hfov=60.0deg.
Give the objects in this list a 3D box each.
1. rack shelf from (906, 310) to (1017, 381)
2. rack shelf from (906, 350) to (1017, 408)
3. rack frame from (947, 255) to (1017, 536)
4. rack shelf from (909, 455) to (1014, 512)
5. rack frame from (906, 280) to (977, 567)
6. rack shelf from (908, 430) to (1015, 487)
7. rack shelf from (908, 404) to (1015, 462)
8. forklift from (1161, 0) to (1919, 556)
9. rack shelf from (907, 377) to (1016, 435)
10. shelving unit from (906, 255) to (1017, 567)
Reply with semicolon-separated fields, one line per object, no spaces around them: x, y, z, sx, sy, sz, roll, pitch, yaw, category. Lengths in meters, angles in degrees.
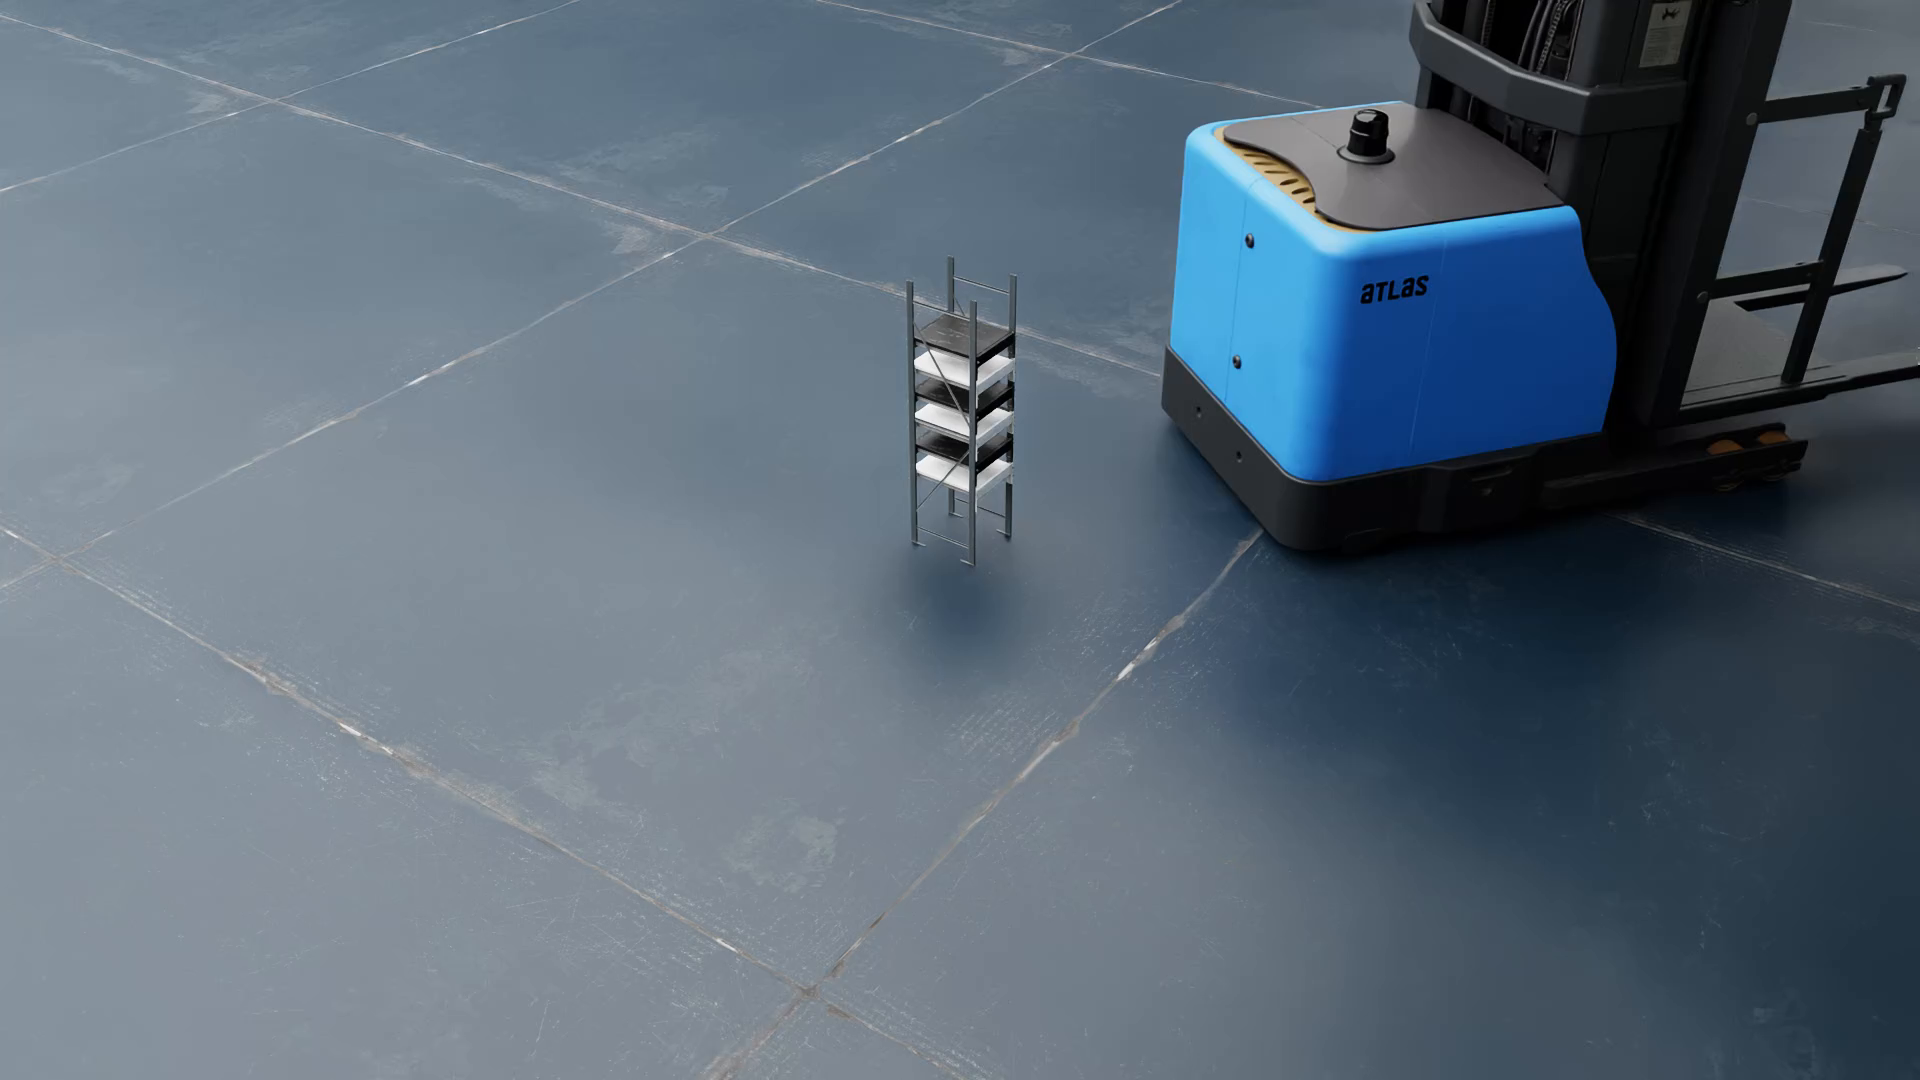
0.005;-0.573;4.871;0.258;0.077;0.200;21;39;28;rack shelf
0.005;-0.498;4.921;0.258;0.077;0.200;21;39;28;rack shelf
0.063;-0.423;5.073;0.240;0.900;0.006;21;39;28;rack frame
0.005;-0.200;5.123;0.258;0.077;0.200;21;39;28;rack shelf
-0.053;-0.330;4.934;0.240;0.900;0.006;21;39;28;rack frame
0.005;-0.274;5.073;0.258;0.077;0.200;21;39;28;rack shelf
0.005;-0.349;5.022;0.258;0.077;0.200;21;39;28;rack shelf
2.278;-1.646;5.068;3.031;2.935;1.130;-10;35;-15;forklift
0.005;-0.423;4.972;0.258;0.077;0.200;21;39;28;rack shelf
0.005;-0.376;5.003;0.258;0.900;0.210;21;39;28;shelving unit
